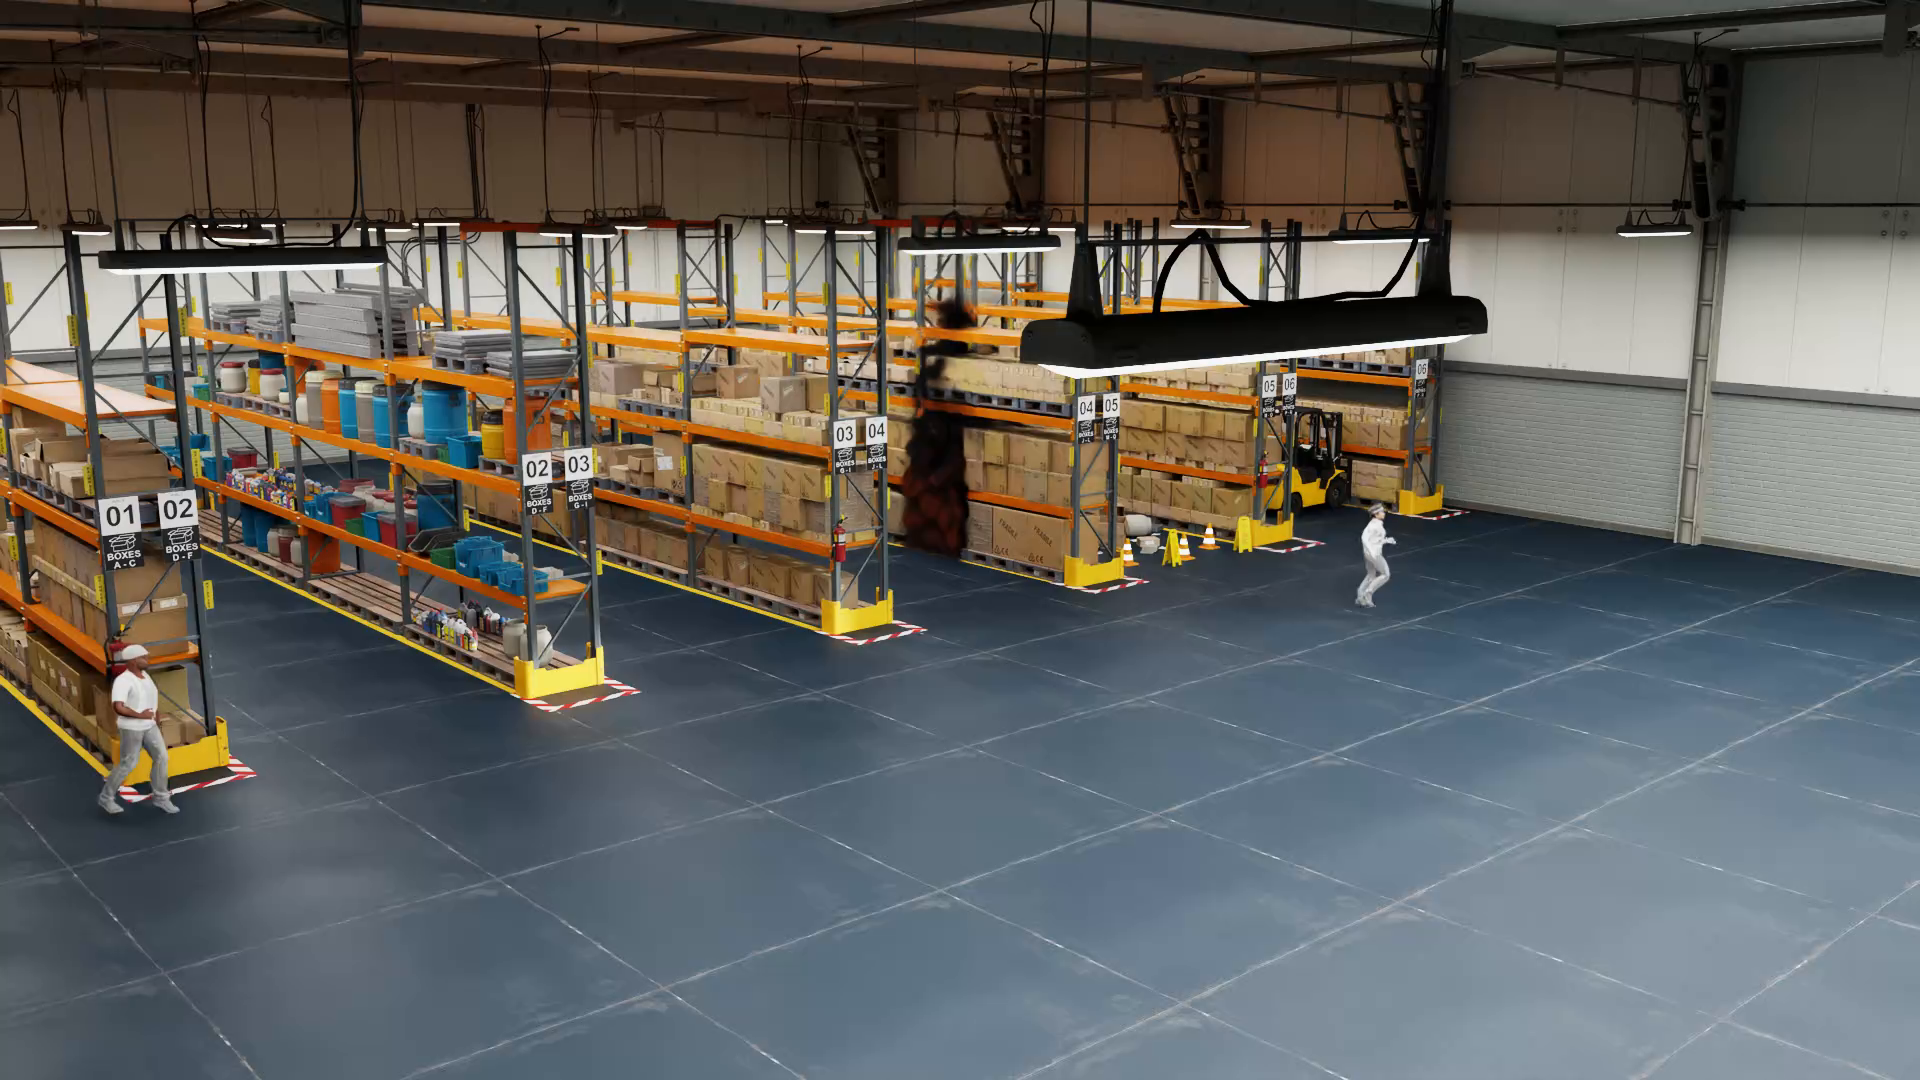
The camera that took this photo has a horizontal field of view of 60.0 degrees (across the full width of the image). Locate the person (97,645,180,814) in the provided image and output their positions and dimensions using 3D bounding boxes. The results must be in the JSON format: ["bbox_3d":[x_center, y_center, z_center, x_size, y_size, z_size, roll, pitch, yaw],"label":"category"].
[{"bbox_3d":[-8.650,1.991,17.556,0.803,1.791,0.765,0,11,2],"label":"person"}]

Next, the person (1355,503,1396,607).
[{"bbox_3d":[6.644,0.228,26.480,0.591,1.664,0.591,2,12,9],"label":"person"}]

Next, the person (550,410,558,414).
[{"bbox_3d":[-9.531,-2.218,38.794,0.679,1.685,0.712,-3,12,-16],"label":"person"}]
